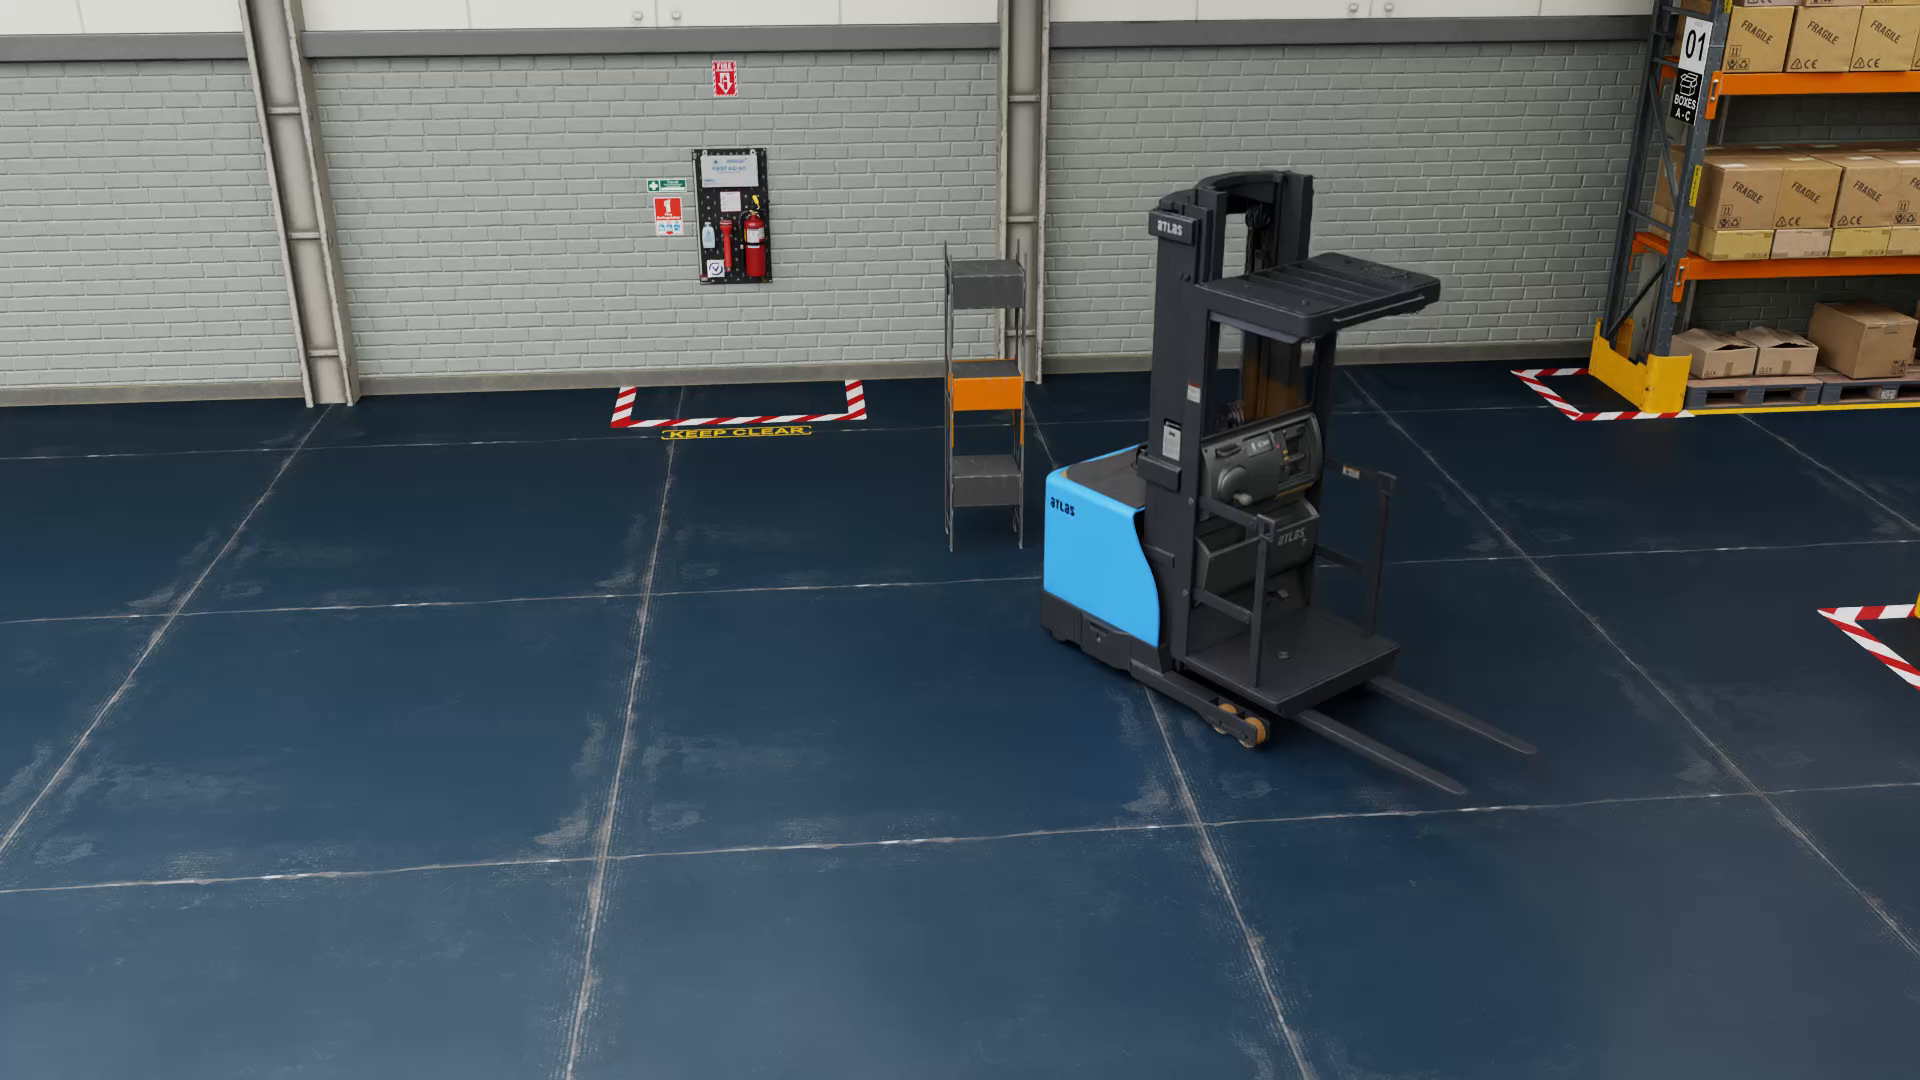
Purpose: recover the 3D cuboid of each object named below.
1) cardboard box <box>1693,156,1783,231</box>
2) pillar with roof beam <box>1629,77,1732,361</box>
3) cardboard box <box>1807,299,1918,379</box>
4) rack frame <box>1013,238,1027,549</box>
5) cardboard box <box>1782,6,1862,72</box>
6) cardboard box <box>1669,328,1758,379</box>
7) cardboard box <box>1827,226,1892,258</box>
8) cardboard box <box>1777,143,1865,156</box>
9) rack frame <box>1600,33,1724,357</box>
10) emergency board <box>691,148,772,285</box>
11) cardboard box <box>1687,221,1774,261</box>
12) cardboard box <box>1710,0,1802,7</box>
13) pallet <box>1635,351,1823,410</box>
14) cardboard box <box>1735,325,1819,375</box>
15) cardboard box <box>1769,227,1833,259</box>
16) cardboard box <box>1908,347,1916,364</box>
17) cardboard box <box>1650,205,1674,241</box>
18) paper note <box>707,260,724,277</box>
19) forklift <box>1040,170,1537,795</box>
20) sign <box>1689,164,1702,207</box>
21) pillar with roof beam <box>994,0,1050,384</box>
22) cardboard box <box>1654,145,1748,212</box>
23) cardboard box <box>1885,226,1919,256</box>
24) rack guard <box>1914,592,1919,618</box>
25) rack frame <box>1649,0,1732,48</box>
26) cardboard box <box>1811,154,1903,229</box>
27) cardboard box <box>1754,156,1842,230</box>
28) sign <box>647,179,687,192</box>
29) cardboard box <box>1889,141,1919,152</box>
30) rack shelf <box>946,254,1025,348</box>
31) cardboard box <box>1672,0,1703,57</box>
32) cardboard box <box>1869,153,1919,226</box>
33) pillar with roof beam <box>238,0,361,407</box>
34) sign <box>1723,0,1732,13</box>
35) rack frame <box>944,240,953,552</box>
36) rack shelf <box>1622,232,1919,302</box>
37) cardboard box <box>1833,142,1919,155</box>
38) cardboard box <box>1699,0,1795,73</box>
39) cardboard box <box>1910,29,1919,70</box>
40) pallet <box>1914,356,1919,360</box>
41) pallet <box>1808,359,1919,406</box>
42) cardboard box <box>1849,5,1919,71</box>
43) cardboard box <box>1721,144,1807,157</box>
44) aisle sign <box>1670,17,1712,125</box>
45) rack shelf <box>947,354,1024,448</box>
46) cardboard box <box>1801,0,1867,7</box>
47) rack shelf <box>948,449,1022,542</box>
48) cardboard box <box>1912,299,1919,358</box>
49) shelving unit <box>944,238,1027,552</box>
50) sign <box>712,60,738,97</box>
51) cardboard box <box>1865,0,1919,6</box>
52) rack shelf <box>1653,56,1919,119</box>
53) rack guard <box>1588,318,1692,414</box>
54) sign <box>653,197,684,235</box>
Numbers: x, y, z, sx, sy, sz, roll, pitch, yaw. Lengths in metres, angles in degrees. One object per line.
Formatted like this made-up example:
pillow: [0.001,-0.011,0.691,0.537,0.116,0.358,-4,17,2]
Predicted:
cardboard box: [6.388,-2.866,13.743,0.500,0.500,0.500,-2,24,-5]
pillar with roof beam: [6.918,-4.064,9.815,0.400,9.000,9.100,-2,24,-5]
cardboard box: [7.883,-1.767,14.569,0.500,0.500,0.700,-4,24,-8]
rack frame: [0.408,-0.976,11.360,0.015,2.100,0.400,-2,24,-5]
cardboard box: [6.779,-4.030,13.284,0.500,0.500,0.500,-1,24,-2]
cardboard box: [6.581,-1.649,14.536,0.500,0.311,0.500,-5,24,-11]
cardboard box: [7.423,-2.562,13.980,0.500,0.250,0.500,-3,24,-6]
cardboard box: [7.347,-3.112,14.295,0.500,0.500,0.500,-3,24,-7]
rack frame: [5.883,-2.686,14.099,0.127,3.000,1.000,-2,24,-5]
emergency board: [-1.939,-2.740,14.222,0.643,1.169,0.194,-2,24,-5]
cardboard box: [6.400,-2.517,13.880,0.500,0.250,0.500,-3,24,-7]
cardboard box: [6.290,-4.485,13.076,0.500,0.500,0.500,-4,24,-9]
pallet: [6.771,-1.432,14.713,1.213,0.211,1.003,-2,24,-5]
cardboard box: [7.148,-1.672,14.587,0.500,0.311,0.500,0,24,-1]
cardboard box: [6.915,-2.544,13.940,0.500,0.250,0.500,-3,24,-7]
cardboard box: [8.270,-1.688,14.822,0.250,0.149,0.380,-4,24,-9]
cardboard box: [6.329,-2.723,14.344,0.500,0.250,0.500,-2,24,-4]
paper note: [-2.122,-2.359,14.448,0.142,0.148,0.016,-2,24,-5]
forklift: [1.817,-0.423,9.093,1.130,2.935,3.031,-18,30,-35]
sign: [5.937,-2.862,13.430,0.005,0.325,0.100,-2,24,-5]
pillar with roof beam: [0.947,-3.825,9.276,0.400,9.000,9.100,-2,24,-5]
cardboard box: [6.331,-3.074,14.209,0.500,0.500,0.500,-3,24,-6]
cardboard box: [7.926,-2.581,14.024,0.500,0.250,0.500,-2,24,-5]
rack guard: [6.350,0.460,10.100,0.348,0.500,1.175,-2,24,-5]
rack frame: [5.883,-5.427,12.880,0.127,3.000,1.000,-2,24,-5]
cardboard box: [7.395,-2.900,13.819,0.500,0.500,0.500,-3,24,-7]
cardboard box: [6.881,-2.882,13.778,0.500,0.500,0.500,-2,24,-5]
sign: [-2.494,-3.015,14.144,0.331,0.109,0.001,-2,24,-5]
cardboard box: [8.364,-3.157,14.397,0.500,0.500,0.500,-2,24,-4]
rack shelf: [0.165,-1.593,11.060,0.480,0.518,0.431,-2,24,-5]
cardboard box: [6.274,-4.230,13.733,0.500,0.500,0.500,-1,24,-1]
cardboard box: [7.908,-2.926,13.876,0.500,0.500,0.500,-2,24,-3]
pillar with roof beam: [-5.024,-3.585,8.737,0.400,9.000,9.100,-2,24,-5]
sign: [5.937,-4.236,12.819,0.005,0.325,0.100,-2,24,-5]
rack frame: [-0.078,-0.956,11.316,0.015,2.100,0.400,-2,24,-5]
rack shelf: [7.874,-2.437,14.425,4.000,0.370,1.077,-2,24,-5]
cardboard box: [7.849,-3.132,14.341,0.500,0.500,0.500,-2,24,-4]
cardboard box: [6.241,-4.023,13.268,0.500,0.500,0.500,-2,24,-4]
cardboard box: [7.826,-4.083,13.402,0.500,0.500,0.500,-1,24,-2]
pallet: [9.199,-1.530,14.932,1.213,0.211,1.003,-2,24,-5]
pallet: [7.982,-1.480,14.820,1.213,0.211,1.003,-2,24,-5]
cardboard box: [7.295,-4.053,13.334,0.500,0.500,0.500,-1,24,-3]
cardboard box: [6.833,-3.090,14.245,0.500,0.500,0.500,-2,24,-4]
aisle sign: [5.841,-3.749,13.292,0.004,0.787,0.394,-2,24,-5]
rack shelf: [0.165,-0.954,11.344,0.480,0.518,0.431,-2,24,-5]
cardboard box: [6.795,-4.485,13.075,0.500,0.500,0.500,-3,24,-6]
rack shelf: [0.165,-0.314,11.628,0.480,0.518,0.431,-2,24,-5]
cardboard box: [8.835,-1.846,14.747,0.500,0.500,0.500,-4,24,-9]
shelving unit: [0.165,-0.966,11.338,0.503,2.100,0.431,-2,24,-5]
sign: [-1.957,-3.840,13.841,0.199,0.298,0.001,-2,24,-5]
cardboard box: [7.304,-4.510,13.131,0.500,0.500,0.500,-2,24,-4]
rack shelf: [7.874,-3.807,13.815,4.000,0.370,1.077,-2,24,-5]
rack guard: [5.959,-1.546,14.613,0.348,0.500,1.175,-2,24,-5]
sign: [-2.500,-2.776,14.259,0.234,0.329,0.001,-2,24,-5]
